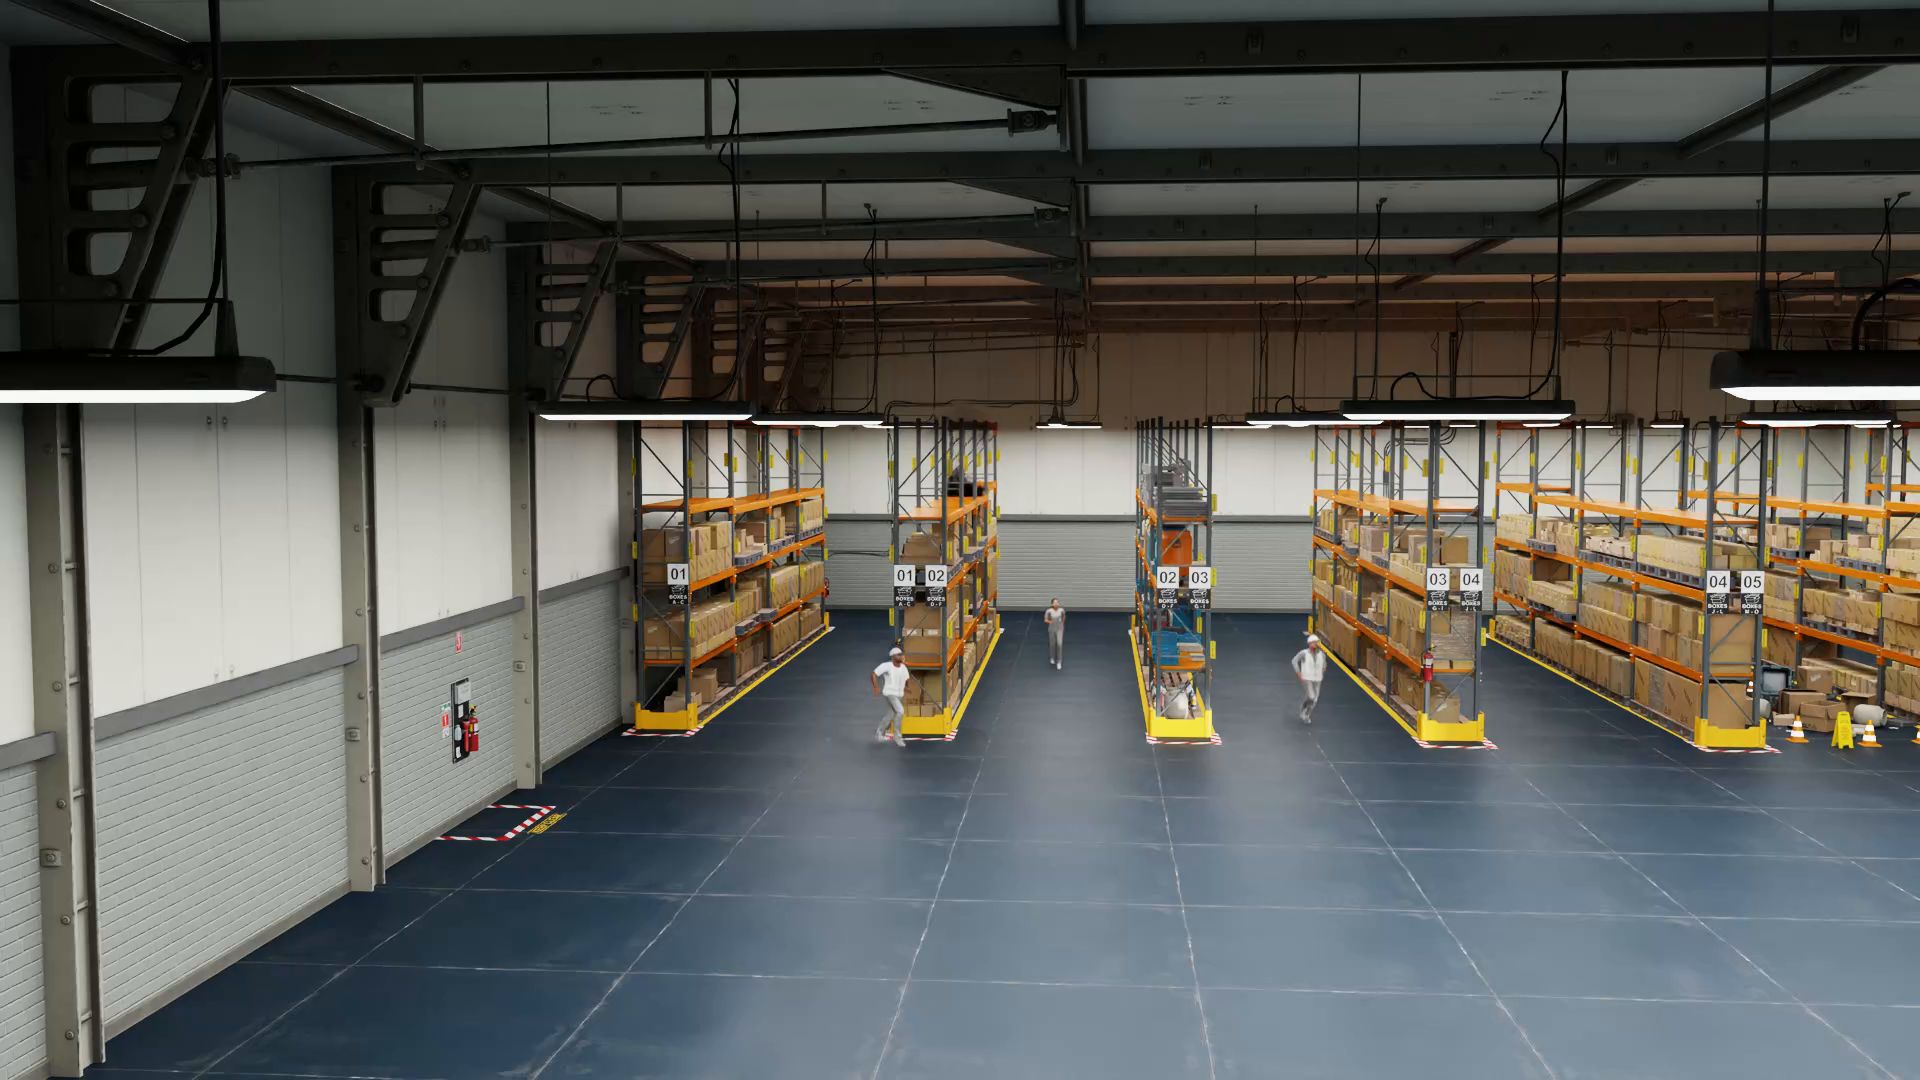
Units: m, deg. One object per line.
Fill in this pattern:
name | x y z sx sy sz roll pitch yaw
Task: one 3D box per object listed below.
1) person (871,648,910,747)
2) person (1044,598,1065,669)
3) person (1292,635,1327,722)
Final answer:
person | -1.173 2.850 30.410 0.805 1.749 0.713 3 5 40
person | 2.307 2.242 40.420 0.518 1.695 0.887 0 4 1
person | 6.894 2.726 32.554 0.661 1.731 0.622 -1 4 -15
